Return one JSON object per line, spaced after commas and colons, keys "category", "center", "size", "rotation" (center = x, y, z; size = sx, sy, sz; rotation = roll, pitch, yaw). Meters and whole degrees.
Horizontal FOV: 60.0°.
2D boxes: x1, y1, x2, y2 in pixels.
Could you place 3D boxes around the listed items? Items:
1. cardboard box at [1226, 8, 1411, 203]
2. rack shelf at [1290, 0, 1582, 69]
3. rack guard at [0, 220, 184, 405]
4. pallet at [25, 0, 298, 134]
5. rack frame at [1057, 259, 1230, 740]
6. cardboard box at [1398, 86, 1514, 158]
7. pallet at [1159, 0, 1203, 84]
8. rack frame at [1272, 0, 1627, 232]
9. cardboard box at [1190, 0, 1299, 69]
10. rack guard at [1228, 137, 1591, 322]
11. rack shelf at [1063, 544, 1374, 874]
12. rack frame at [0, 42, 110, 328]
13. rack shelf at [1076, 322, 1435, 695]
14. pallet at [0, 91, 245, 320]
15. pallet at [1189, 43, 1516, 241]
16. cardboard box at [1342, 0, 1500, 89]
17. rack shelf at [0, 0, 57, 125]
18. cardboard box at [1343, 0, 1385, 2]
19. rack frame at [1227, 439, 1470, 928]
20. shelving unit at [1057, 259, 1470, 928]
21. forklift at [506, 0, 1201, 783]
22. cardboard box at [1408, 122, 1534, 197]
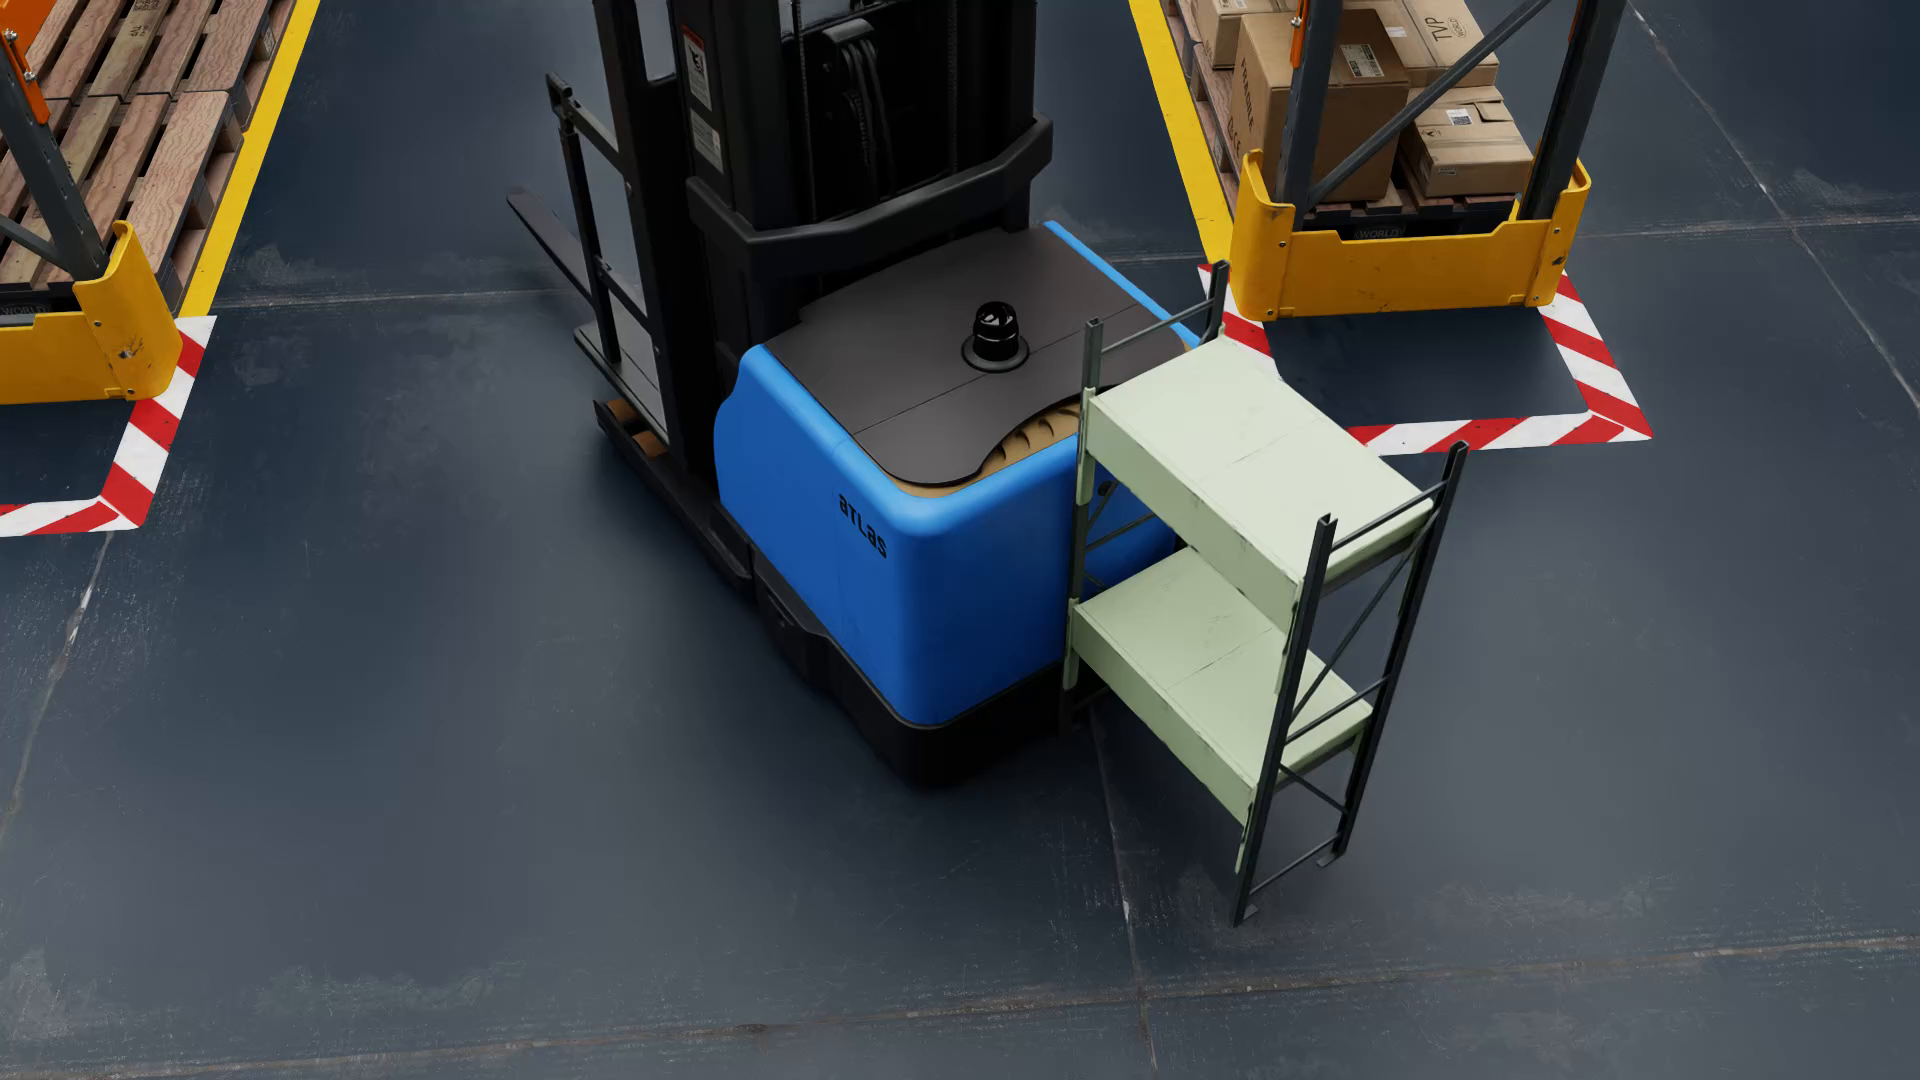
{"category": "cardboard box", "center": [1.300, -1.590, 6.109], "size": [0.500, 0.500, 0.500], "rotation": [-3, 47, -3]}
{"category": "rack shelf", "center": [1.424, -3.120, 6.634], "size": [1.077, 0.370, 4.000], "rotation": [-3, 47, -3]}
{"category": "rack guard", "center": [-3.330, -0.746, 5.612], "size": [1.175, 0.500, 0.348], "rotation": [-3, 47, -3]}
{"category": "pallet", "center": [-3.475, -2.142, 7.134], "size": [1.003, 0.211, 1.213], "rotation": [-3, 47, -3]}
{"category": "rack frame", "center": [0.445, -0.037, 4.252], "size": [0.400, 1.500, 0.023], "rotation": [-27, 52, -23]}
{"category": "cardboard box", "center": [1.877, -1.602, 6.349], "size": [0.380, 0.166, 0.250], "rotation": [-3, 47, -3]}
{"category": "pallet", "center": [1.418, -2.473, 7.447], "size": [1.003, 0.211, 1.213], "rotation": [-3, 47, -3]}
{"category": "rack frame", "center": [1.591, -1.920, 5.002], "size": [1.000, 3.000, 0.127], "rotation": [-3, 47, -3]}
{"category": "cardboard box", "center": [1.250, -2.193, 6.852], "size": [0.500, 0.250, 0.500], "rotation": [-3, 47, -3]}
{"category": "rack guard", "center": [1.585, -1.115, 5.962], "size": [1.175, 0.500, 0.348], "rotation": [-3, 47, -3]}
{"category": "rack shelf", "center": [0.654, 0.405, 4.282], "size": [0.431, 0.370, 0.720], "rotation": [-27, 52, -23]}
{"category": "rack frame", "center": [-3.345, -1.622, 4.720], "size": [1.000, 3.000, 0.127], "rotation": [-3, 47, -3]}
{"category": "rack shelf", "center": [0.654, -0.087, 3.762], "size": [0.431, 0.370, 0.720], "rotation": [-27, 52, -23]}
{"category": "pallet", "center": [-3.376, -1.262, 6.300], "size": [1.003, 0.211, 1.213], "rotation": [-3, 47, -3]}
{"category": "pallet", "center": [1.517, -1.593, 6.613], "size": [1.003, 0.211, 1.213], "rotation": [-3, 47, -3]}
{"category": "cardboard box", "center": [1.786, -1.898, 6.573], "size": [0.500, 0.250, 0.500], "rotation": [-3, 47, -3]}
{"category": "rack shelf", "center": [-3.513, -2.821, 6.352], "size": [1.077, 0.370, 4.000], "rotation": [-3, 47, -3]}
{"category": "cardboard box", "center": [1.744, -2.260, 6.915], "size": [0.500, 0.250, 0.500], "rotation": [-3, 47, -3]}
{"category": "rack frame", "center": [0.863, 0.399, 3.839], "size": [0.400, 1.500, 0.023], "rotation": [-27, 52, -23]}
{"category": "shelving unit", "center": [0.654, 0.181, 4.046], "size": [0.431, 1.500, 0.755], "rotation": [-27, 52, -23]}
{"category": "forklift", "center": [-0.548, -1.387, 4.545], "size": [1.130, 2.935, 3.031], "rotation": [-27, 52, -23]}
{"category": "cardboard box", "center": [1.898, -1.415, 6.185], "size": [0.380, 0.149, 0.250], "rotation": [-3, 47, -3]}
